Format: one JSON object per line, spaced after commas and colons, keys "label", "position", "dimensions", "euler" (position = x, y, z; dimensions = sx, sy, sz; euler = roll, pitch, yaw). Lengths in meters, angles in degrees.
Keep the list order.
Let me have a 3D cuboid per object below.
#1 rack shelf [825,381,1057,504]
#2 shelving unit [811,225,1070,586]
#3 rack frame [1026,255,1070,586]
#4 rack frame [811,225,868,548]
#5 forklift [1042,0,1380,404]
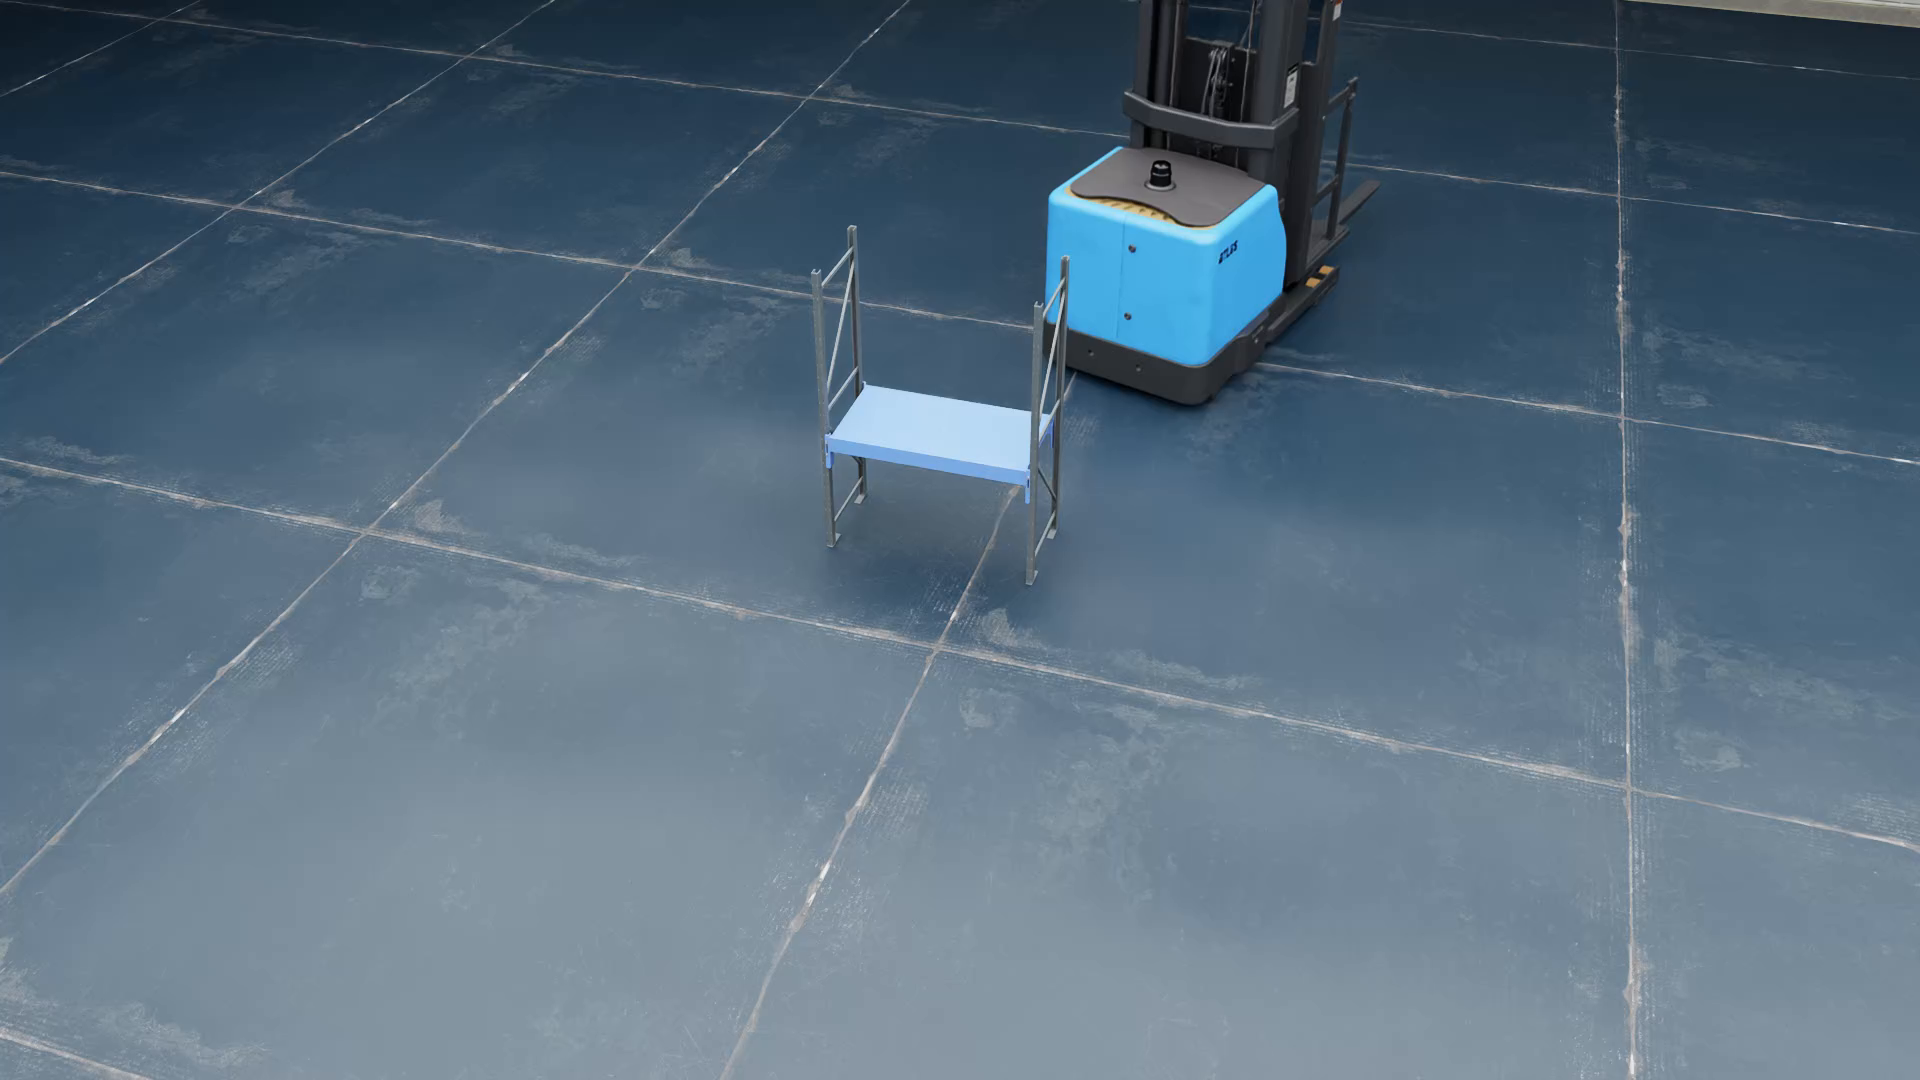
{"label": "rack shelf", "position": [-0.081, -0.474, 7.933], "dimensions": [1.000, 0.185, 0.538], "euler": [10, 38, 14]}
{"label": "shelving unit", "position": [-0.081, -0.619, 7.826], "dimensions": [1.048, 1.500, 0.538], "euler": [10, 38, 14]}
{"label": "rack frame", "position": [0.404, -0.529, 7.704], "dimensions": [0.032, 1.500, 0.500], "euler": [10, 38, 14]}
{"label": "rack frame", "position": [-0.567, -0.709, 7.948], "dimensions": [0.032, 1.500, 0.500], "euler": [10, 38, 14]}
{"label": "forklift", "position": [1.700, -2.762, 9.530], "dimensions": [1.130, 2.935, 3.031], "euler": [21, 41, 26]}
